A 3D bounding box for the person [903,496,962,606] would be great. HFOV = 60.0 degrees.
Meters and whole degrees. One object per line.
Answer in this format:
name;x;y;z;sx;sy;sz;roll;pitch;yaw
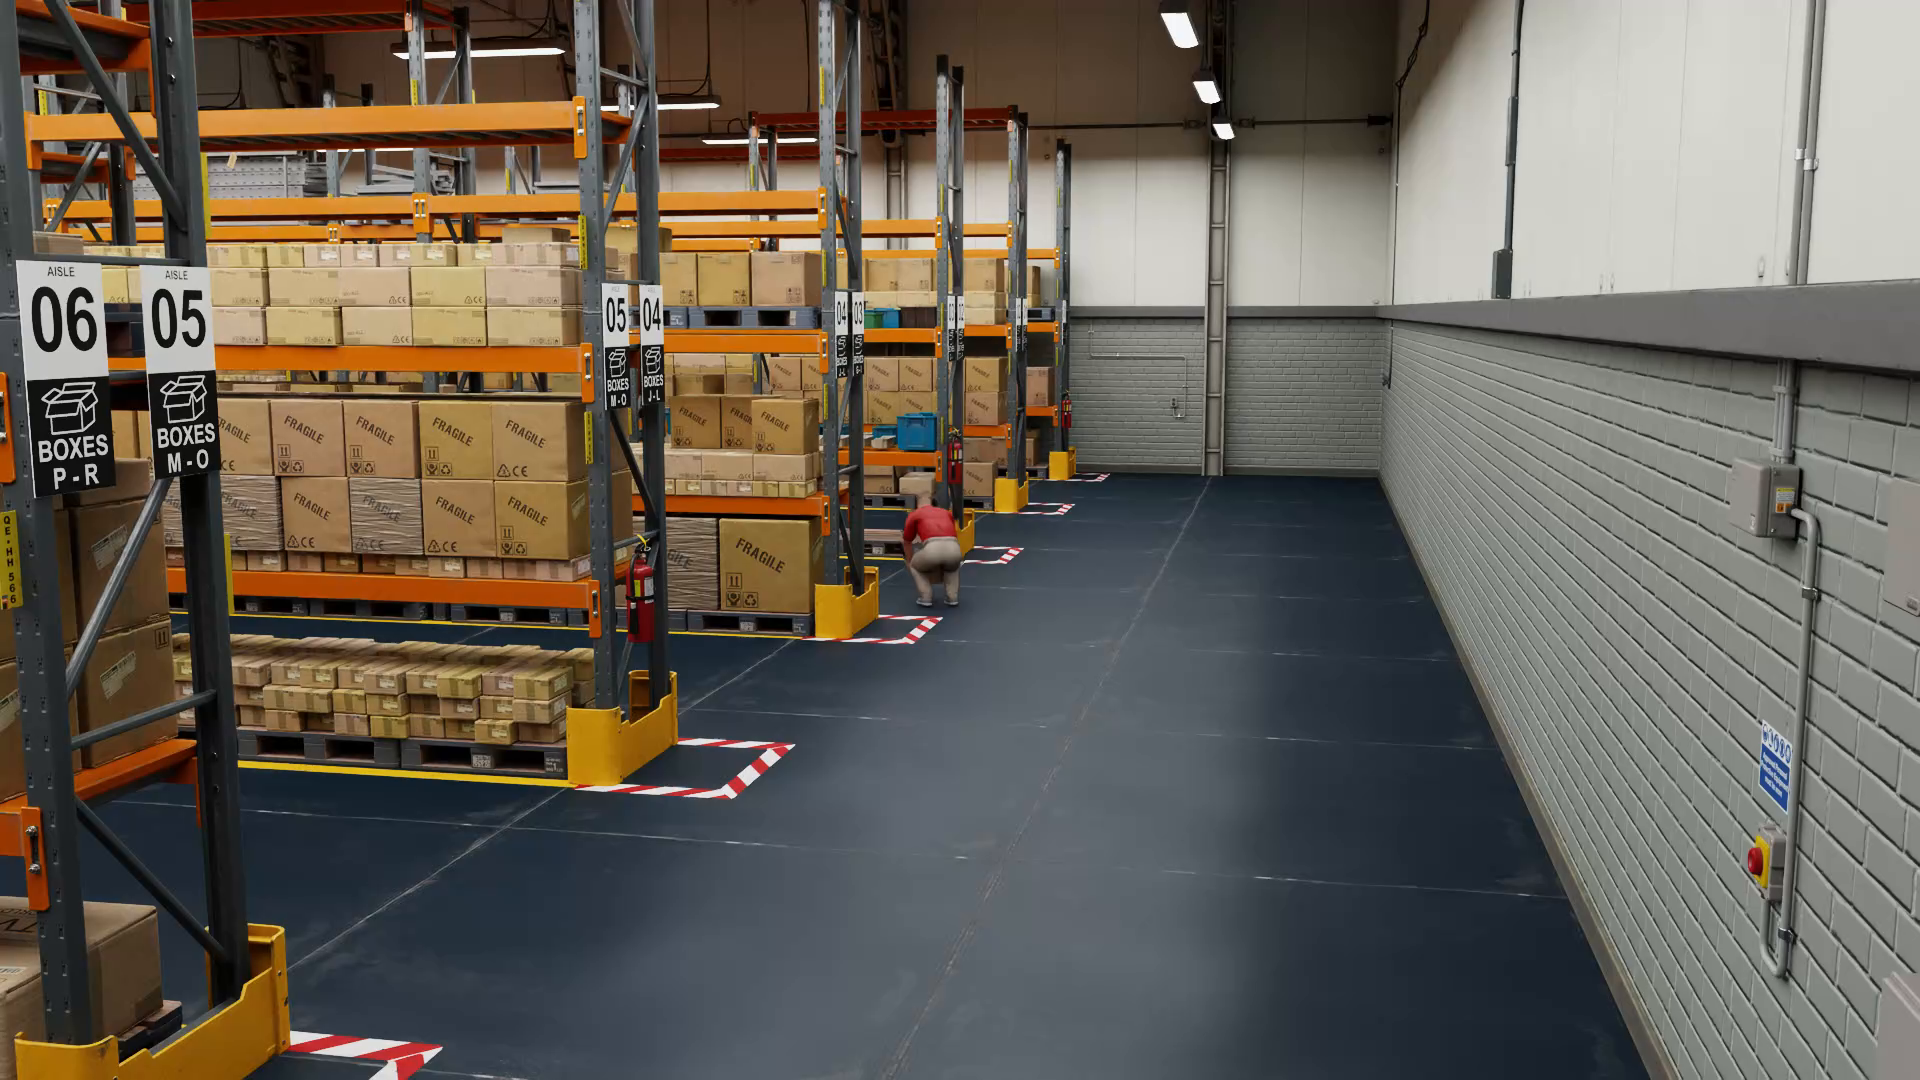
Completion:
person;-0.282;0.122;17.273;0.577;1.087;0.824;-2;8;-11
